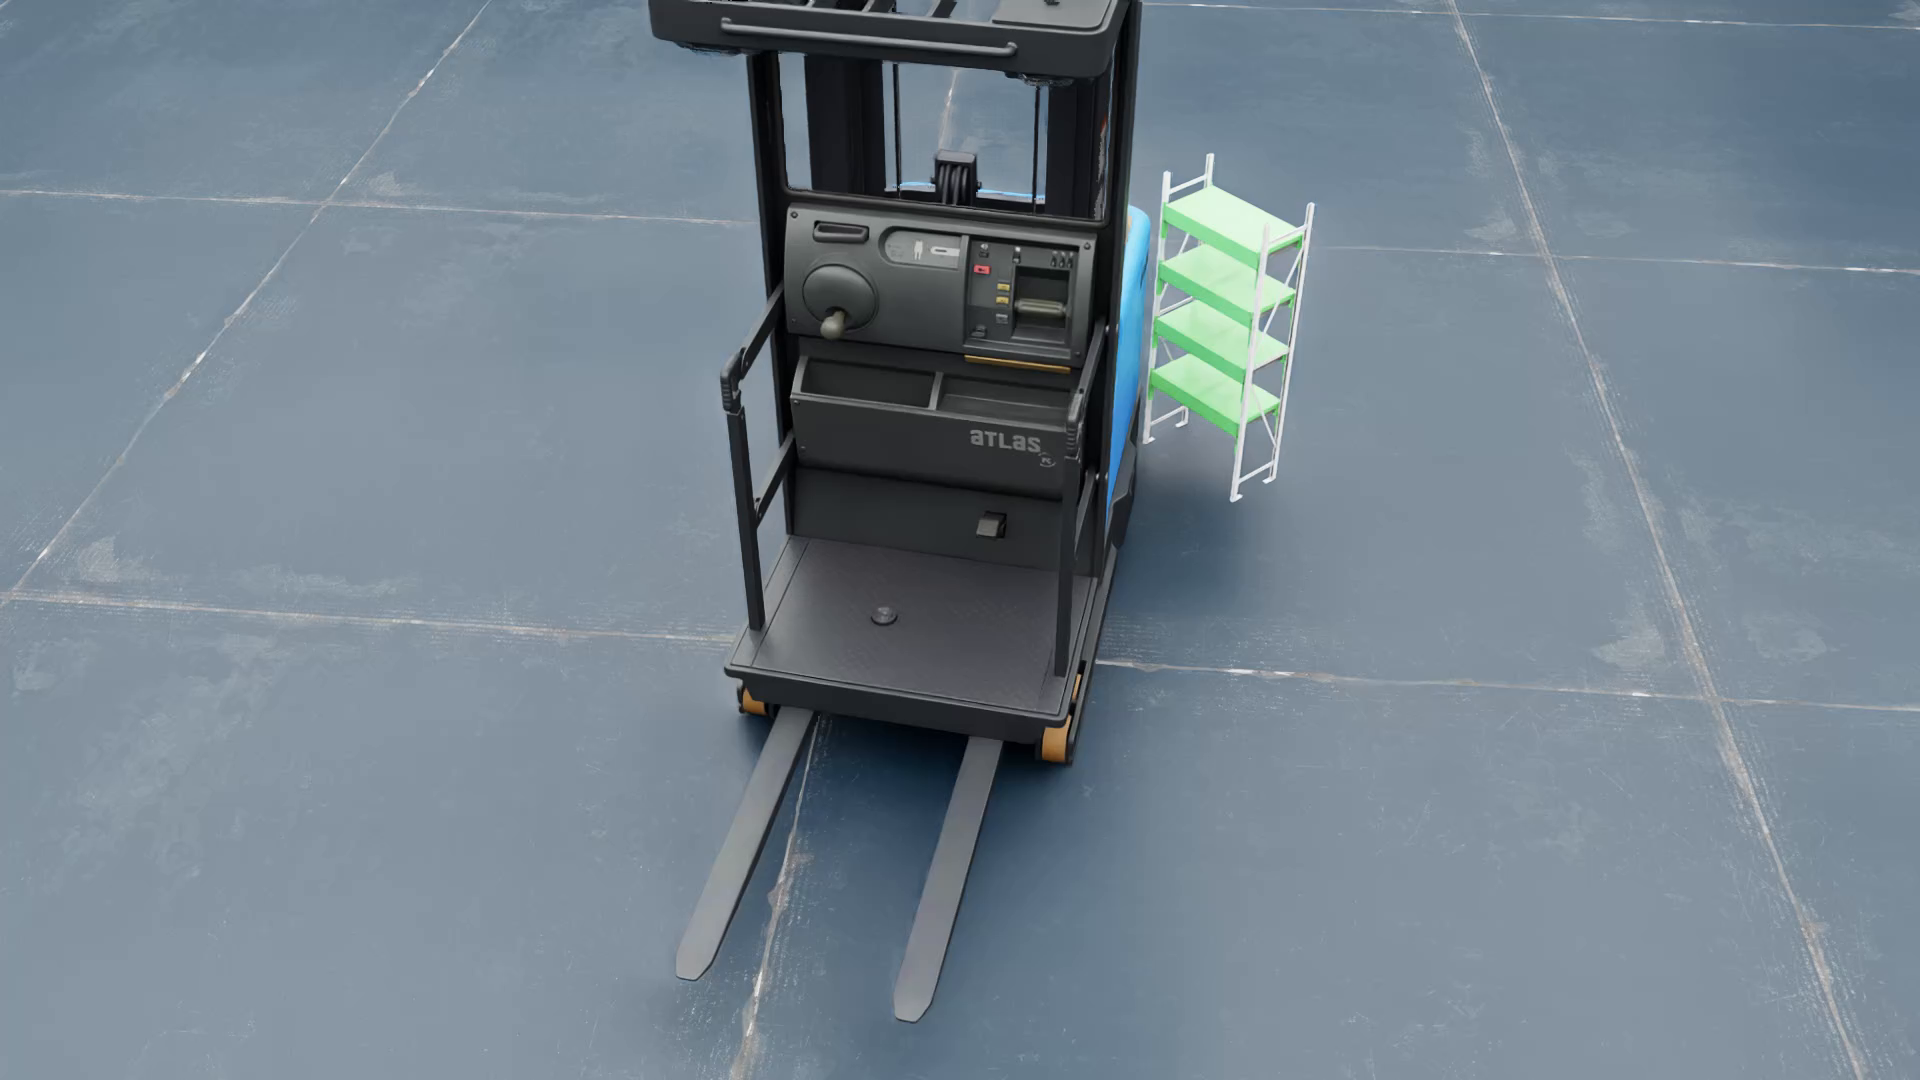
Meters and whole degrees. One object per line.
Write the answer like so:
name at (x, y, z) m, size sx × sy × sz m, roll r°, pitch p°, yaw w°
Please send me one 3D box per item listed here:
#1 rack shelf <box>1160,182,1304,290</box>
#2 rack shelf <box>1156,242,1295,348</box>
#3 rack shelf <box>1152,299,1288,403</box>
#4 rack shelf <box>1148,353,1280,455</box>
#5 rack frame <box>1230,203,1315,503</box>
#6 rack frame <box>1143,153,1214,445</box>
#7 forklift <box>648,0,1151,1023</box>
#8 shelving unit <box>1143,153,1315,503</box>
rack shelf at (0.984, -1.101, 5.992) m, size 0.258 × 0.148 × 0.480 m, roll -27°, pitch 46°, yaw -29°
rack shelf at (0.985, -0.916, 6.144) m, size 0.258 × 0.148 × 0.480 m, roll -27°, pitch 46°, yaw -29°
rack shelf at (0.987, -0.731, 6.297) m, size 0.258 × 0.148 × 0.480 m, roll -27°, pitch 46°, yaw -29°
rack shelf at (0.988, -0.545, 6.449) m, size 0.258 × 0.148 × 0.480 m, roll -27°, pitch 46°, yaw -29°
rack frame at (1.139, -0.660, 6.109) m, size 0.240 × 1.200 × 0.015 m, roll -27°, pitch 46°, yaw -29°
rack frame at (0.833, -0.900, 6.404) m, size 0.240 × 1.200 × 0.015 m, roll -27°, pitch 46°, yaw -29°
forklift at (-0.112, -0.680, 4.764) m, size 1.130 × 2.935 × 3.031 m, roll 8°, pitch 40°, yaw 10°
shelving unit at (0.986, -0.780, 6.256) m, size 0.258 × 1.200 × 0.503 m, roll -27°, pitch 46°, yaw -29°
